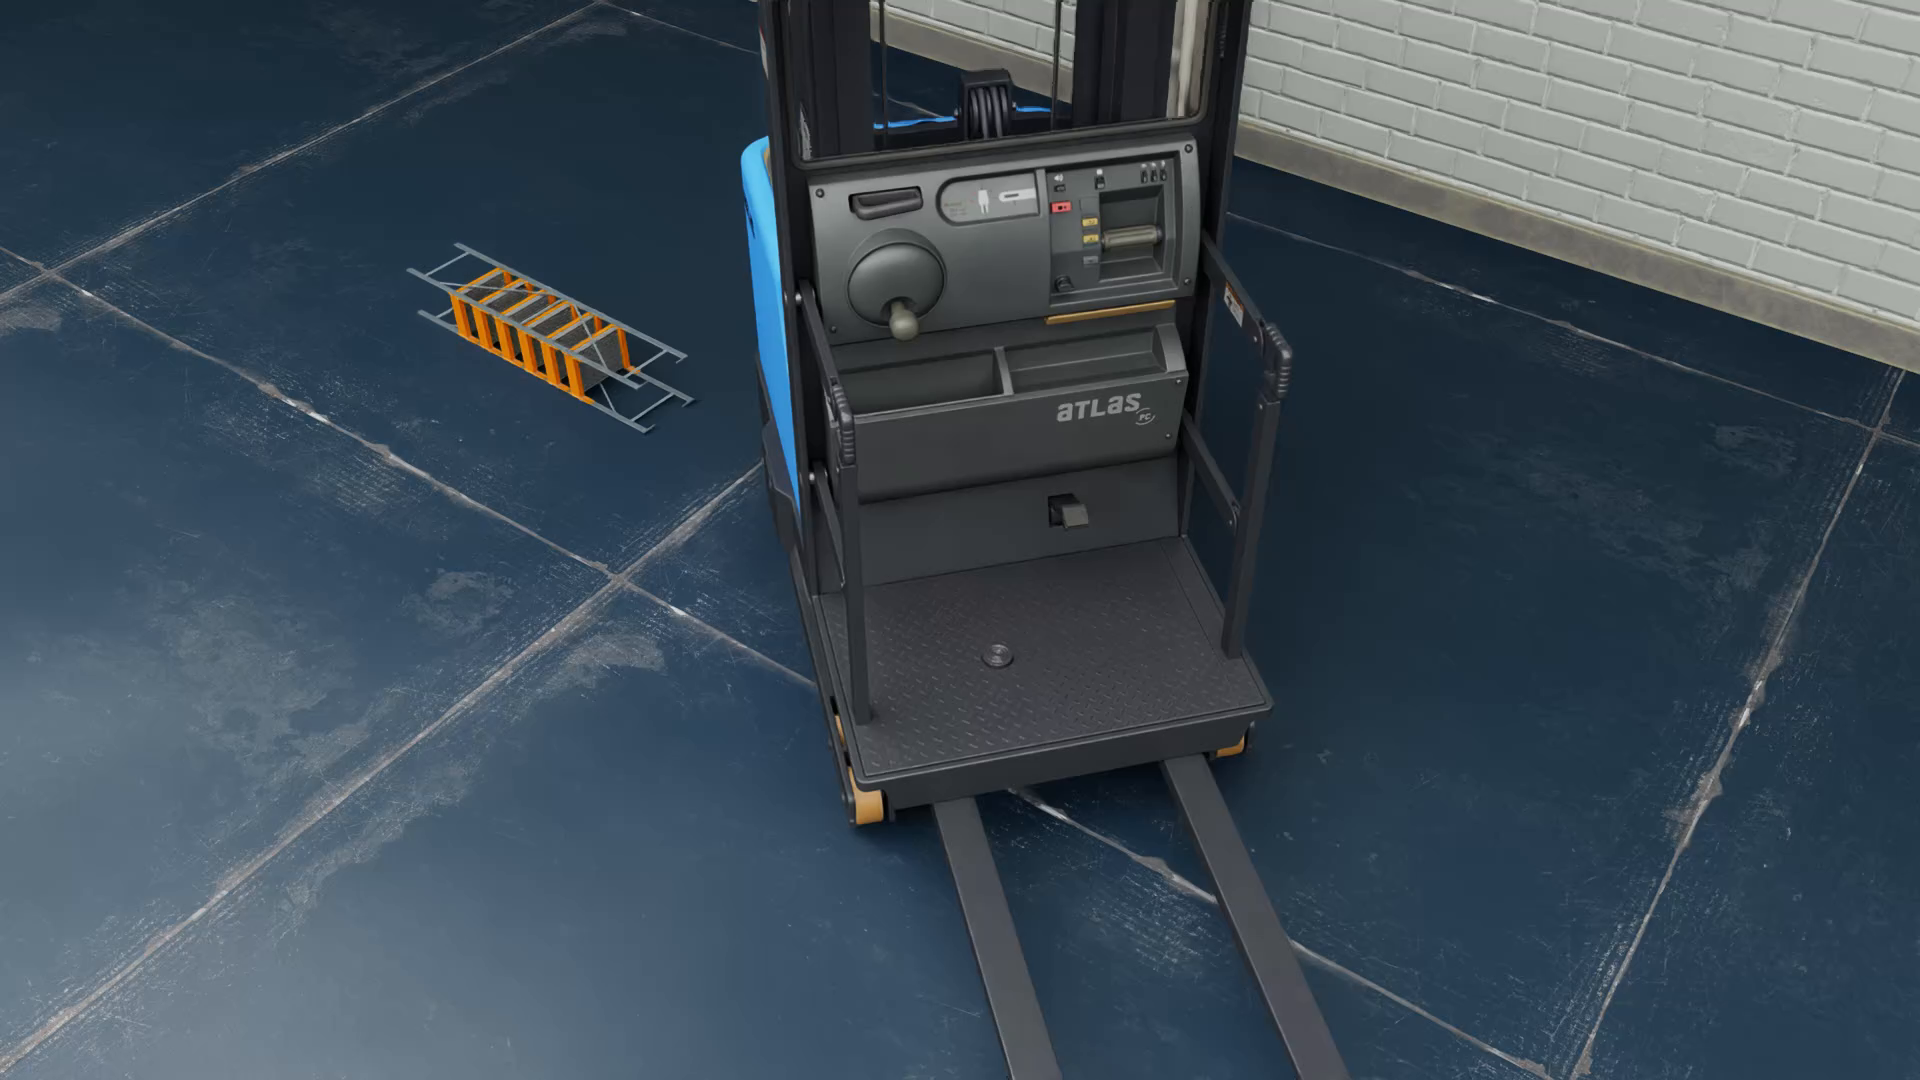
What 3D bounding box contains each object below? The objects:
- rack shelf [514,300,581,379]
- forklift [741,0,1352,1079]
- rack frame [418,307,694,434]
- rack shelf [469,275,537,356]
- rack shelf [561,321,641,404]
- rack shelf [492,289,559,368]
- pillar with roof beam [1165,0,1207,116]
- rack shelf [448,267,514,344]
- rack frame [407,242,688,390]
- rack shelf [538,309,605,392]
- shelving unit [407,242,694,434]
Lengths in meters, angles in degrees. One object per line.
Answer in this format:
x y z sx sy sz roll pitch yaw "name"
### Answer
-1.437 -0.718 5.905 0.103 0.180 0.258 27 48 27 "rack shelf"
0.168 -0.624 3.749 1.130 2.935 3.031 -9 43 -10 "forklift"
-1.472 -0.668 5.987 1.200 0.006 0.240 27 48 27 "rack frame"
-1.627 -0.815 6.016 0.103 0.180 0.258 27 48 27 "rack shelf"
-1.247 -0.621 5.795 0.103 0.180 0.258 27 48 27 "rack shelf"
-1.532 -0.767 5.961 0.103 0.180 0.258 27 48 27 "rack shelf"
-1.624 -2.694 1.513 0.400 9.000 9.100 25 48 25 "pillar with roof beam"
-1.722 -0.864 6.071 0.103 0.180 0.258 27 48 27 "rack shelf"
-1.473 -0.805 5.865 1.200 0.006 0.240 27 48 27 "rack frame"
-1.342 -0.670 5.850 0.103 0.180 0.258 27 48 27 "rack shelf"
-1.472 -0.736 5.926 1.200 0.189 0.258 27 48 27 "shelving unit"
